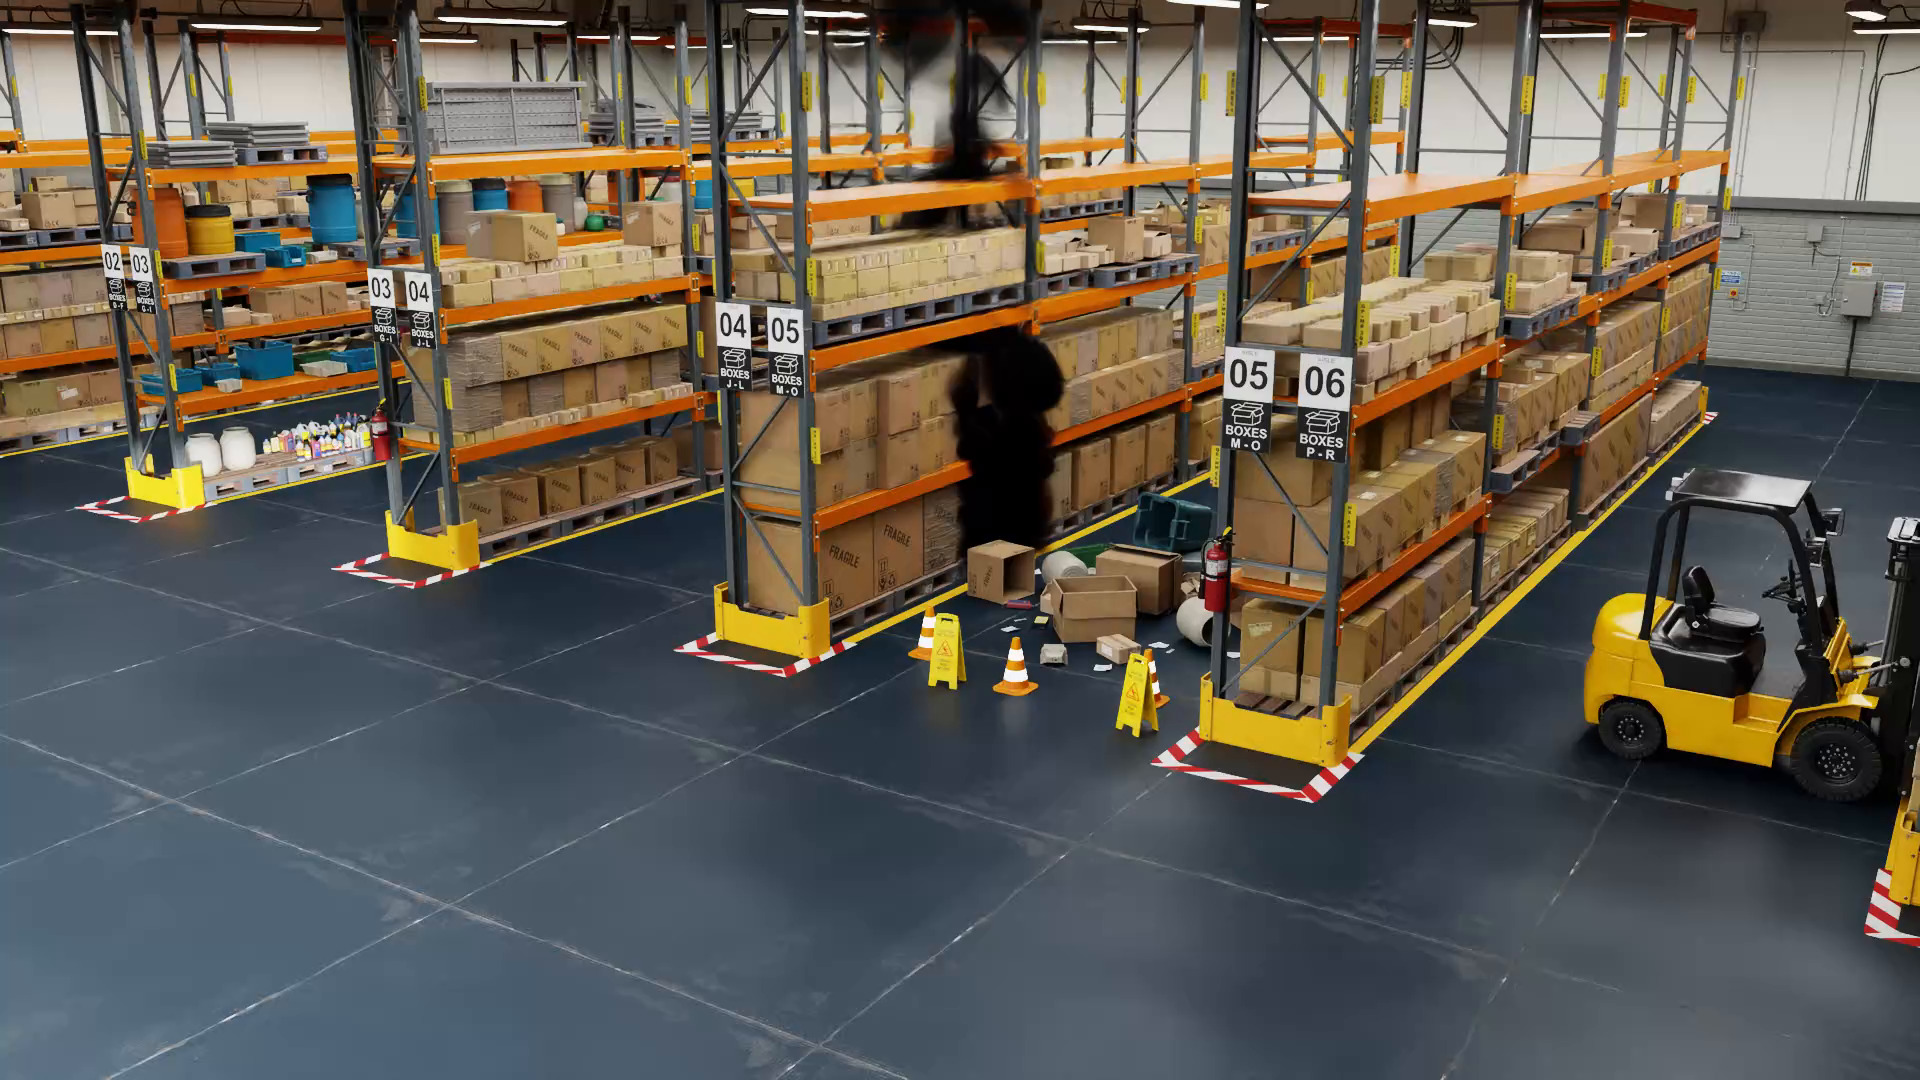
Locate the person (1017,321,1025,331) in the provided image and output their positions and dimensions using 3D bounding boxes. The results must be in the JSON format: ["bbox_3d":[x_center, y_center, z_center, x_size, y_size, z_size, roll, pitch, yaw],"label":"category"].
[{"bbox_3d":[0.975,-2.577,25.423,0.531,1.616,0.776,9,18,28],"label":"person"}]
